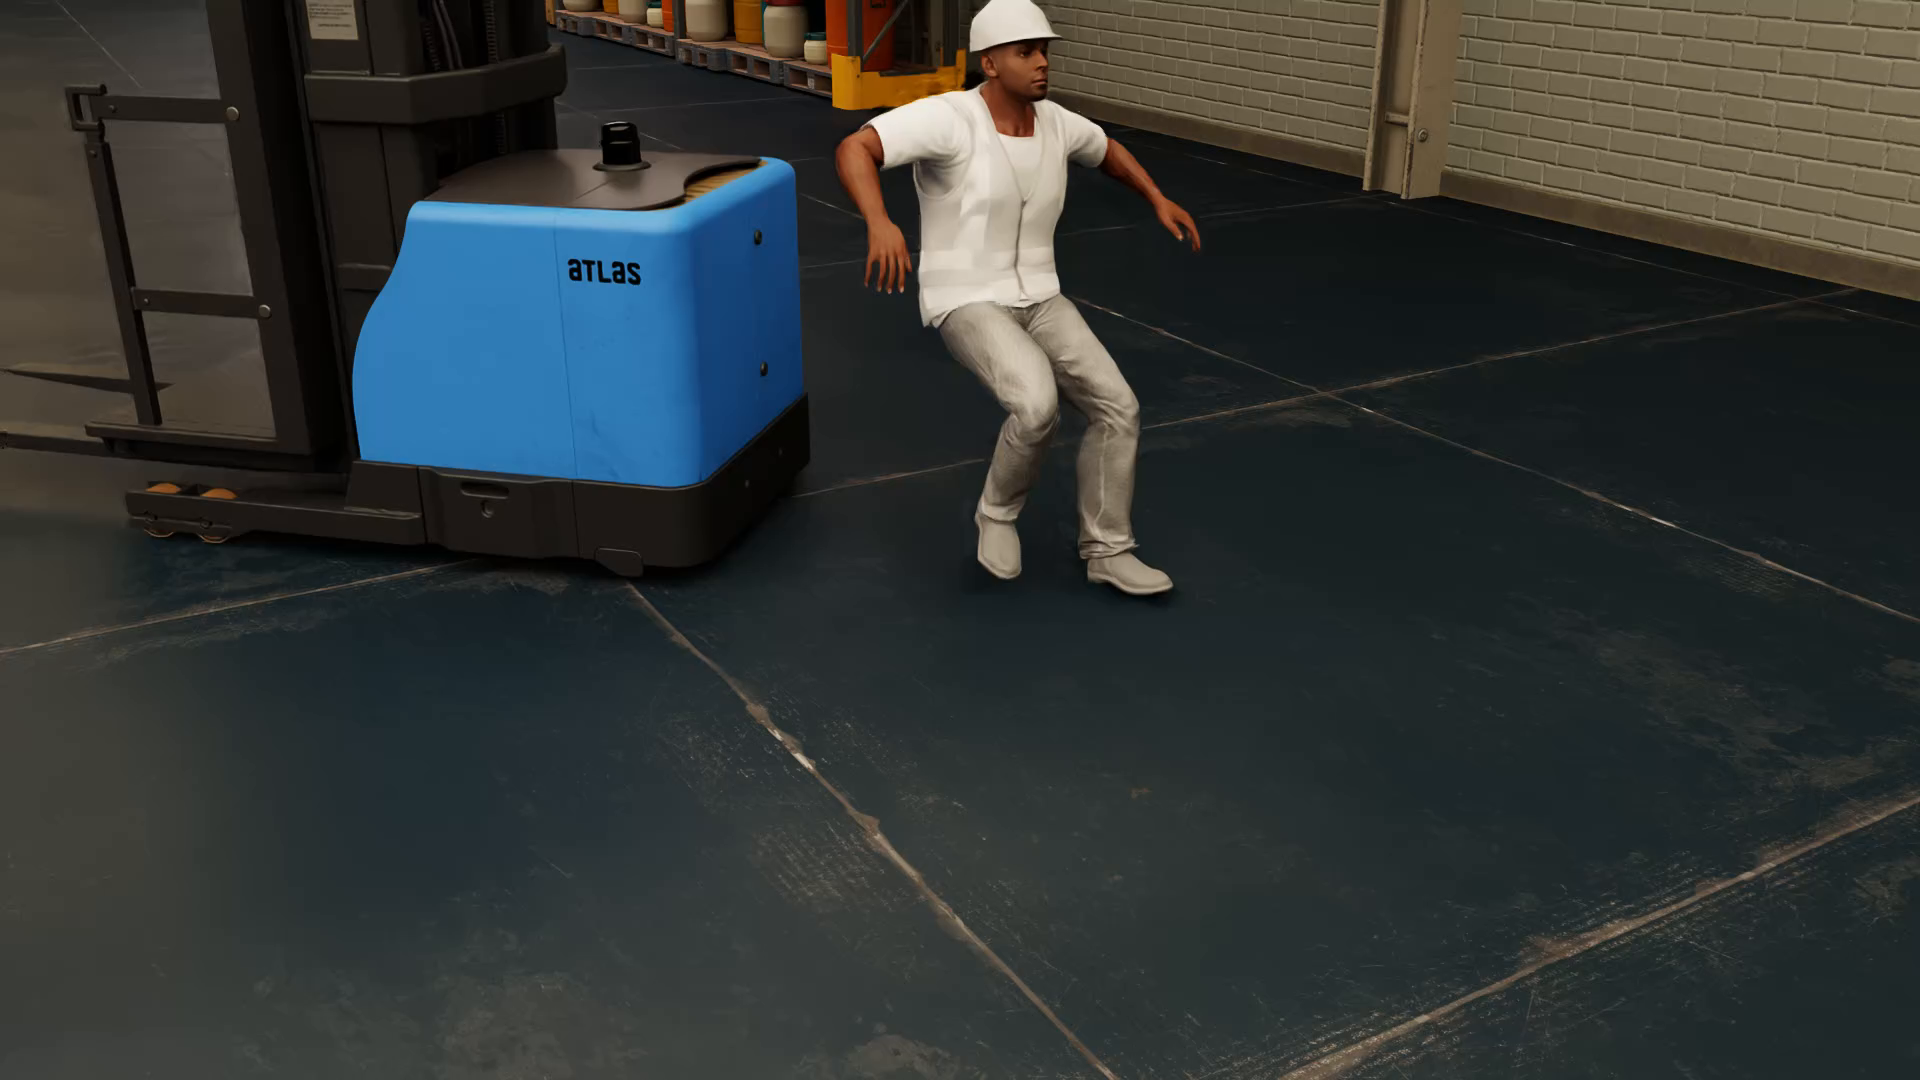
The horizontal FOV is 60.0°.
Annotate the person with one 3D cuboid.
[{"bbox_3d":[0.260,-0.651,4.610,1.176,1.617,0.800,-16,27,-34],"label":"person"}]

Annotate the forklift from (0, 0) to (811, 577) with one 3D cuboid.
[{"bbox_3d":[-2.078,-1.533,5.009,3.031,2.935,1.130,5,23,13],"label":"forklift"}]
